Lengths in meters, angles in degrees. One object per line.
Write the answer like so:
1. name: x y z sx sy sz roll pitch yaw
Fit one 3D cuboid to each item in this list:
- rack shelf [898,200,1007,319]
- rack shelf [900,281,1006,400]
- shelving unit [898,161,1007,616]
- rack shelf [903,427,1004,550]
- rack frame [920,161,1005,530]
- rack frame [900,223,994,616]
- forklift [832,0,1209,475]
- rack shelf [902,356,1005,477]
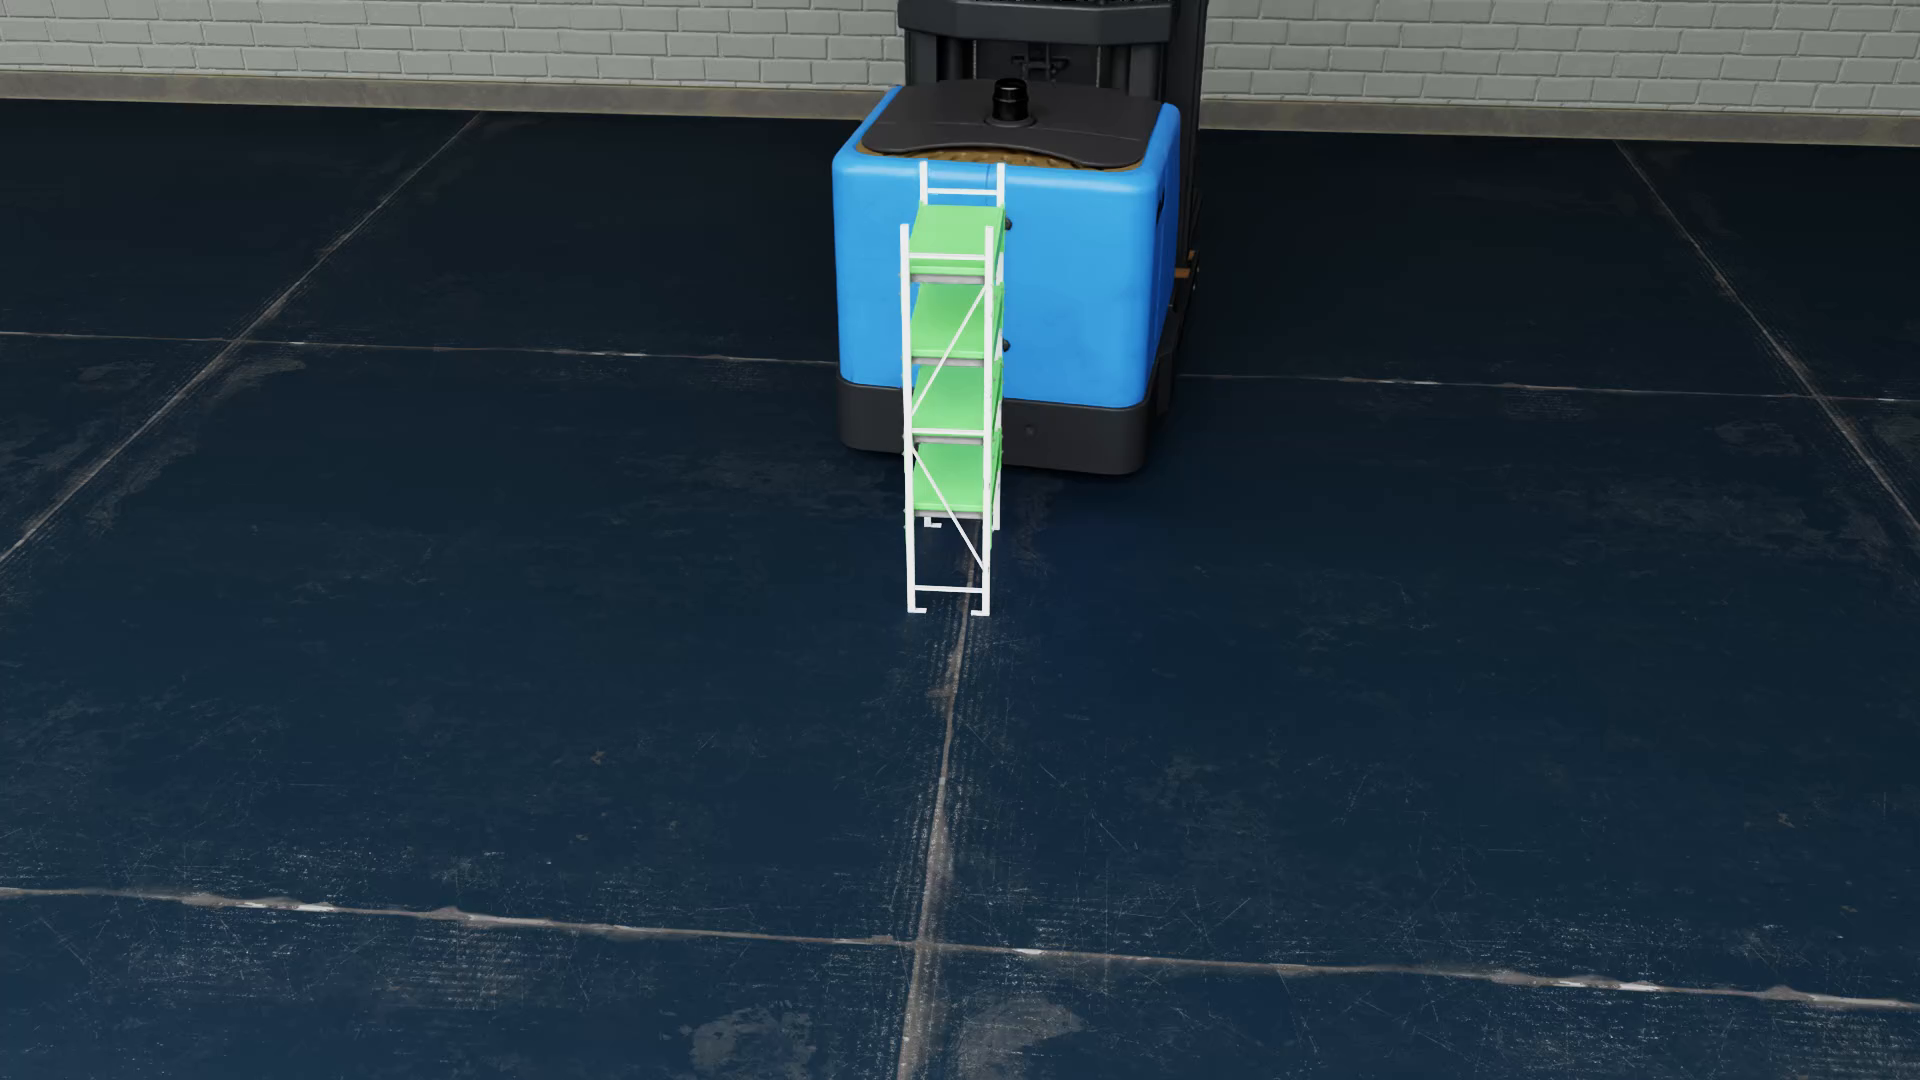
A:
1. rack shelf: -0.013 -0.778 4.576 0.258 0.148 0.480 2 32 4
2. rack shelf: -0.013 -0.574 4.702 0.258 0.148 0.480 2 32 4
3. shelving unit: -0.013 -0.424 4.795 0.258 1.200 0.503 2 32 4
4. rack shelf: -0.013 -0.166 4.954 0.258 0.148 0.480 2 32 4
5. rack frame: 0.006 -0.552 5.002 0.240 1.200 0.015 2 32 4
6. rack frame: -0.033 -0.297 4.588 0.240 1.200 0.015 2 32 4
7. forklift: 0.390 -2.222 6.062 1.130 2.935 3.031 6 32 10
8. rack shelf: -0.013 -0.370 4.828 0.258 0.148 0.480 2 32 4
